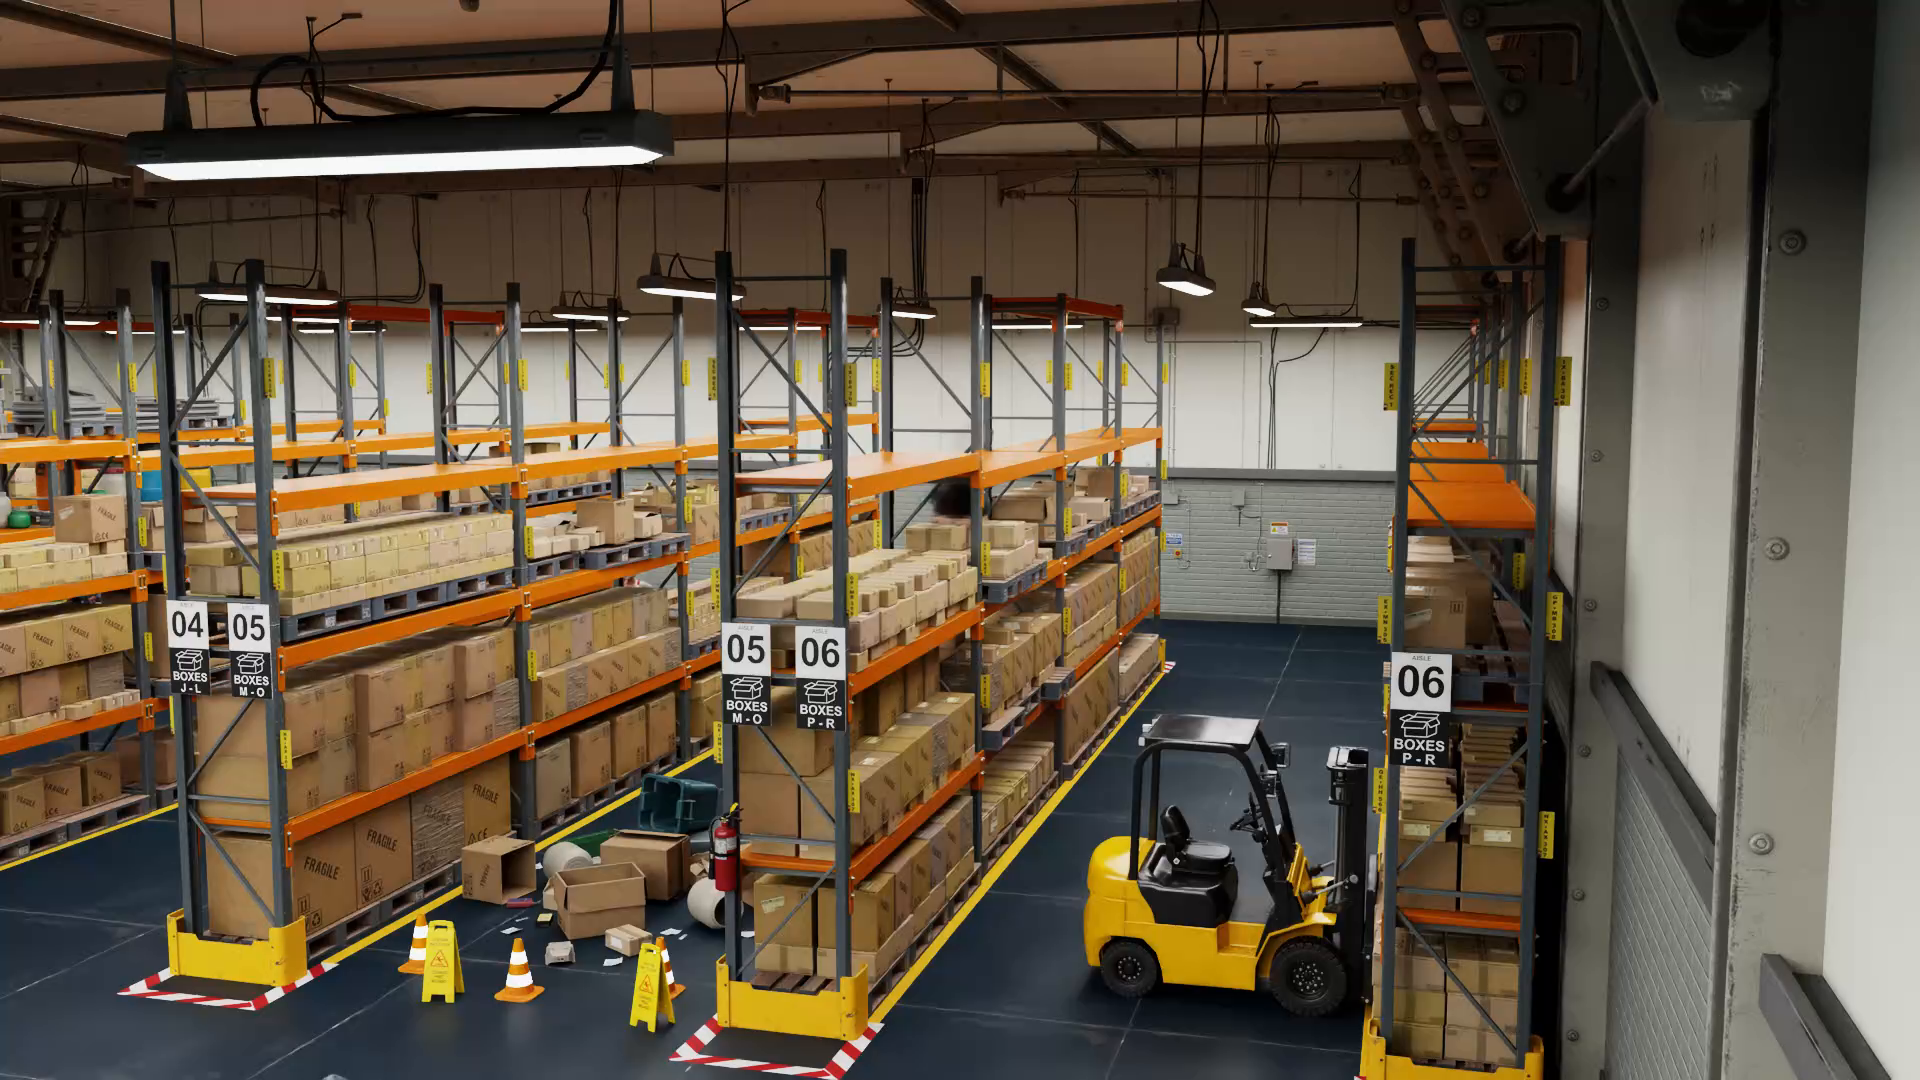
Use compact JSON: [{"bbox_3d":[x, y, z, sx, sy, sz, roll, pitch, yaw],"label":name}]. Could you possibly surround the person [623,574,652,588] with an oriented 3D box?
[{"bbox_3d":[-5.596,1.297,28.280,0.645,1.773,0.667,2,6,15],"label":"person"}]
